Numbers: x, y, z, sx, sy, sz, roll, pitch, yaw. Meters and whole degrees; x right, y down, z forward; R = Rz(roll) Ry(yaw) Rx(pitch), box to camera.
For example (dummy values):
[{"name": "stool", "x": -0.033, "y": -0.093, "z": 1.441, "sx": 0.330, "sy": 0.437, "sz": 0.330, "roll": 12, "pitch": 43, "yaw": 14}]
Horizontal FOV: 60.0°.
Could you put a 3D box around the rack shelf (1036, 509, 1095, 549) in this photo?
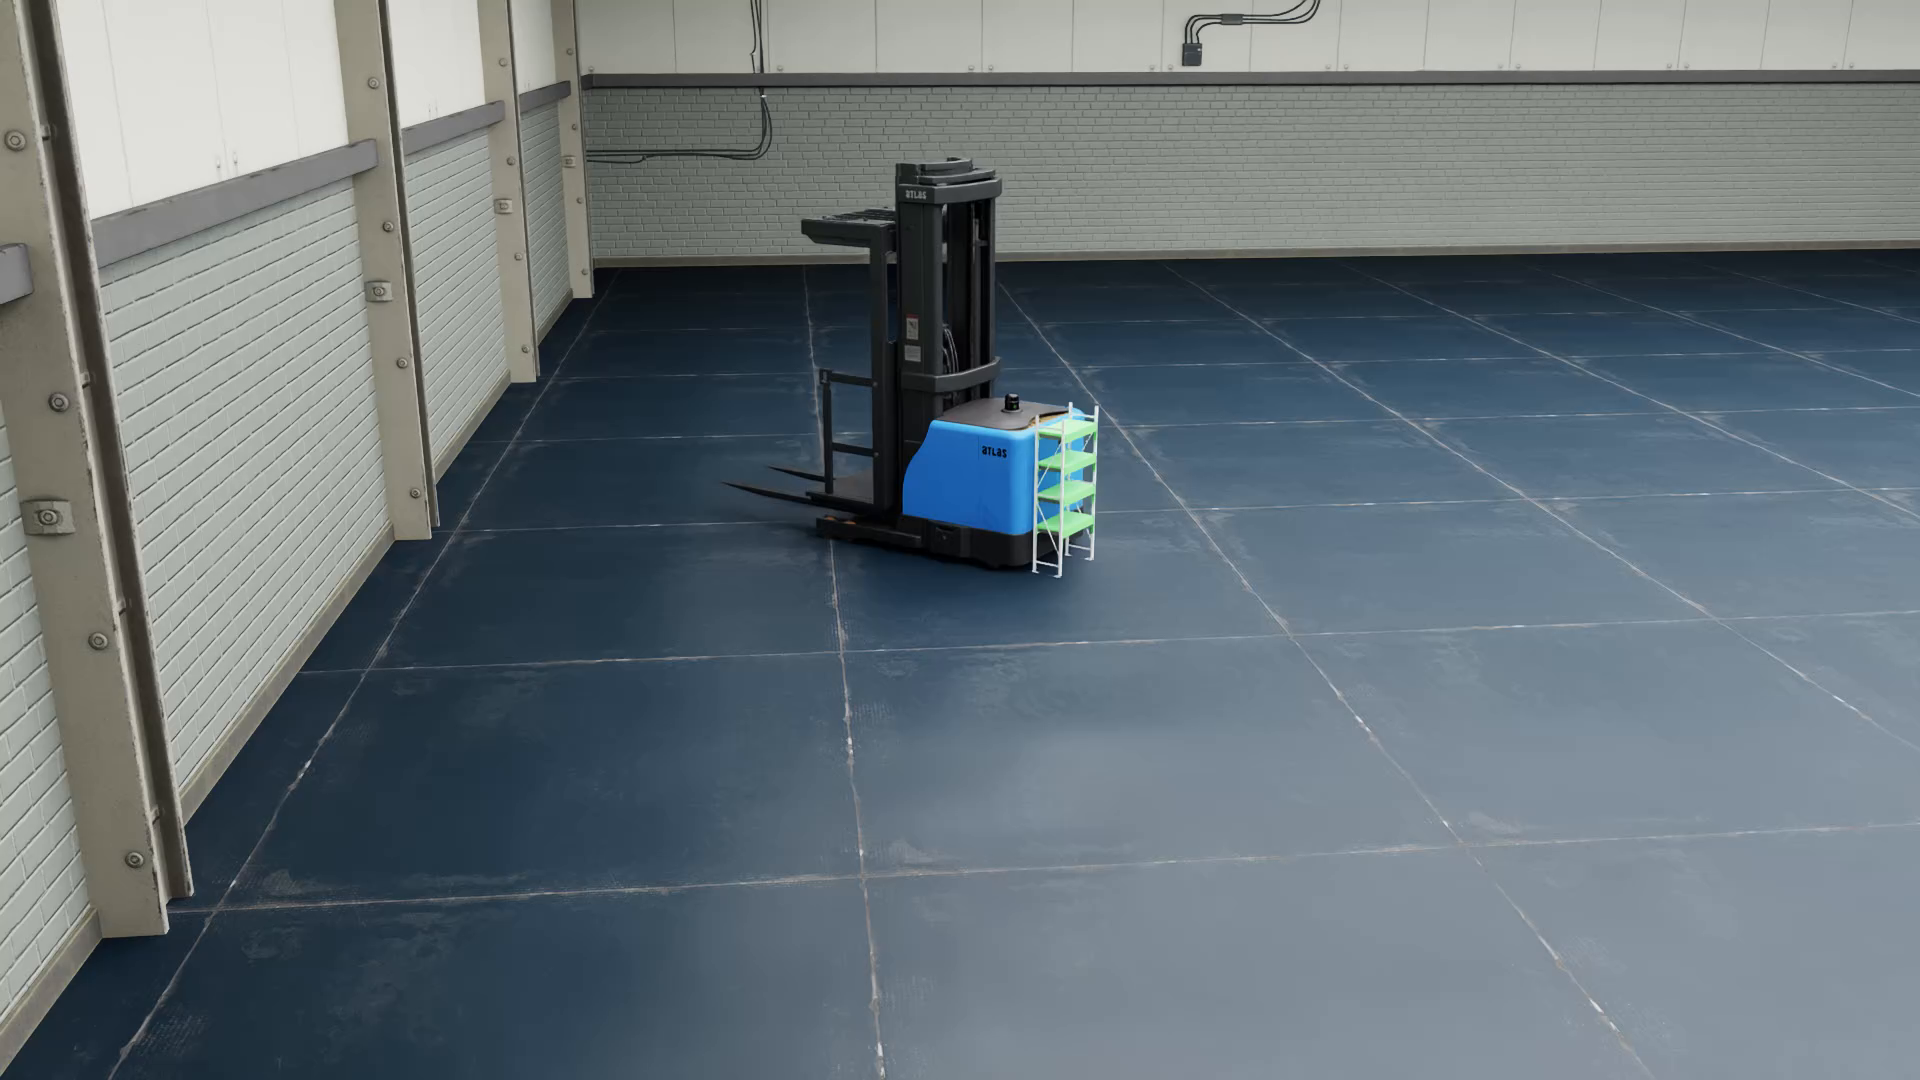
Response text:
[{"name": "rack shelf", "x": 0.781, "y": -0.085, "z": 12.456, "sx": 0.258, "sy": 0.148, "sz": 0.480, "roll": 12, "pitch": 21, "yaw": 31}]

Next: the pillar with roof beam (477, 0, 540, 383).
[{"name": "pillar with roof beam", "x": -0.716, "y": -6.275, "z": 18.142, "sx": 9.100, "sy": 9.000, "sz": 0.400, "roll": -2, "pitch": 18, "yaw": -6}]

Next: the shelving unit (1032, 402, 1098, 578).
[{"name": "shelving unit", "x": 0.782, "y": -0.375, "z": 12.364, "sx": 0.258, "sy": 1.200, "sz": 0.503, "roll": 12, "pitch": 21, "yaw": 31}]

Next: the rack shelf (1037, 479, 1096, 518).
[{"name": "rack shelf", "x": 0.782, "y": -0.314, "z": 12.384, "sx": 0.258, "sy": 0.148, "sz": 0.480, "roll": 12, "pitch": 21, "yaw": 31}]

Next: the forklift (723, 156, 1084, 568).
[{"name": "forklift", "x": -0.542, "y": -1.505, "z": 13.076, "sx": 3.031, "sy": 2.935, "sz": 1.130, "roll": 11, "pitch": 21, "yaw": 31}]

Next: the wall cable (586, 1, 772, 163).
[{"name": "wall cable", "x": -4.606, "y": -7.367, "z": 26.803, "sx": 3.097, "sy": 2.526, "sz": 0.112, "roll": -2, "pitch": 18, "yaw": -6}]

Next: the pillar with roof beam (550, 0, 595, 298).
[{"name": "pillar with roof beam", "x": -1.335, "y": -8.063, "z": 23.836, "sx": 9.100, "sy": 9.000, "sz": 0.400, "roll": -2, "pitch": 18, "yaw": -6}]

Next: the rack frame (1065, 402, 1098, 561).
[{"name": "rack frame", "x": 0.916, "y": -0.436, "z": 12.559, "sx": 0.240, "sy": 1.200, "sz": 0.015, "roll": 12, "pitch": 21, "yaw": 31}]

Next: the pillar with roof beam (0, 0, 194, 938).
[{"name": "pillar with roof beam", "x": 0.521, "y": -2.700, "z": 6.754, "sx": 9.100, "sy": 9.000, "sz": 0.400, "roll": -2, "pitch": 18, "yaw": -6}]

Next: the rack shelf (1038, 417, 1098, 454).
[{"name": "rack shelf", "x": 0.785, "y": -0.771, "z": 12.238, "sx": 0.258, "sy": 0.148, "sz": 0.480, "roll": 12, "pitch": 21, "yaw": 31}]

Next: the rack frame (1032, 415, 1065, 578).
[{"name": "rack frame", "x": 0.649, "y": -0.314, "z": 12.169, "sx": 0.240, "sy": 1.200, "sz": 0.015, "roll": 12, "pitch": 21, "yaw": 31}]

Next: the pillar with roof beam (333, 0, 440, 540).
[{"name": "pillar with roof beam", "x": -0.098, "y": -4.488, "z": 12.448, "sx": 9.100, "sy": 9.000, "sz": 0.400, "roll": -2, "pitch": 18, "yaw": -6}]

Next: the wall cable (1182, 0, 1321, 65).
[{"name": "wall cable", "x": 4.839, "y": -10.760, "z": 26.748, "sx": 2.305, "sy": 6.003, "sz": 0.169, "roll": -2, "pitch": 18, "yaw": -6}]

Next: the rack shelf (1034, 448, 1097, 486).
[{"name": "rack shelf", "x": 0.784, "y": -0.543, "z": 12.311, "sx": 0.258, "sy": 0.148, "sz": 0.480, "roll": 12, "pitch": 21, "yaw": 31}]
